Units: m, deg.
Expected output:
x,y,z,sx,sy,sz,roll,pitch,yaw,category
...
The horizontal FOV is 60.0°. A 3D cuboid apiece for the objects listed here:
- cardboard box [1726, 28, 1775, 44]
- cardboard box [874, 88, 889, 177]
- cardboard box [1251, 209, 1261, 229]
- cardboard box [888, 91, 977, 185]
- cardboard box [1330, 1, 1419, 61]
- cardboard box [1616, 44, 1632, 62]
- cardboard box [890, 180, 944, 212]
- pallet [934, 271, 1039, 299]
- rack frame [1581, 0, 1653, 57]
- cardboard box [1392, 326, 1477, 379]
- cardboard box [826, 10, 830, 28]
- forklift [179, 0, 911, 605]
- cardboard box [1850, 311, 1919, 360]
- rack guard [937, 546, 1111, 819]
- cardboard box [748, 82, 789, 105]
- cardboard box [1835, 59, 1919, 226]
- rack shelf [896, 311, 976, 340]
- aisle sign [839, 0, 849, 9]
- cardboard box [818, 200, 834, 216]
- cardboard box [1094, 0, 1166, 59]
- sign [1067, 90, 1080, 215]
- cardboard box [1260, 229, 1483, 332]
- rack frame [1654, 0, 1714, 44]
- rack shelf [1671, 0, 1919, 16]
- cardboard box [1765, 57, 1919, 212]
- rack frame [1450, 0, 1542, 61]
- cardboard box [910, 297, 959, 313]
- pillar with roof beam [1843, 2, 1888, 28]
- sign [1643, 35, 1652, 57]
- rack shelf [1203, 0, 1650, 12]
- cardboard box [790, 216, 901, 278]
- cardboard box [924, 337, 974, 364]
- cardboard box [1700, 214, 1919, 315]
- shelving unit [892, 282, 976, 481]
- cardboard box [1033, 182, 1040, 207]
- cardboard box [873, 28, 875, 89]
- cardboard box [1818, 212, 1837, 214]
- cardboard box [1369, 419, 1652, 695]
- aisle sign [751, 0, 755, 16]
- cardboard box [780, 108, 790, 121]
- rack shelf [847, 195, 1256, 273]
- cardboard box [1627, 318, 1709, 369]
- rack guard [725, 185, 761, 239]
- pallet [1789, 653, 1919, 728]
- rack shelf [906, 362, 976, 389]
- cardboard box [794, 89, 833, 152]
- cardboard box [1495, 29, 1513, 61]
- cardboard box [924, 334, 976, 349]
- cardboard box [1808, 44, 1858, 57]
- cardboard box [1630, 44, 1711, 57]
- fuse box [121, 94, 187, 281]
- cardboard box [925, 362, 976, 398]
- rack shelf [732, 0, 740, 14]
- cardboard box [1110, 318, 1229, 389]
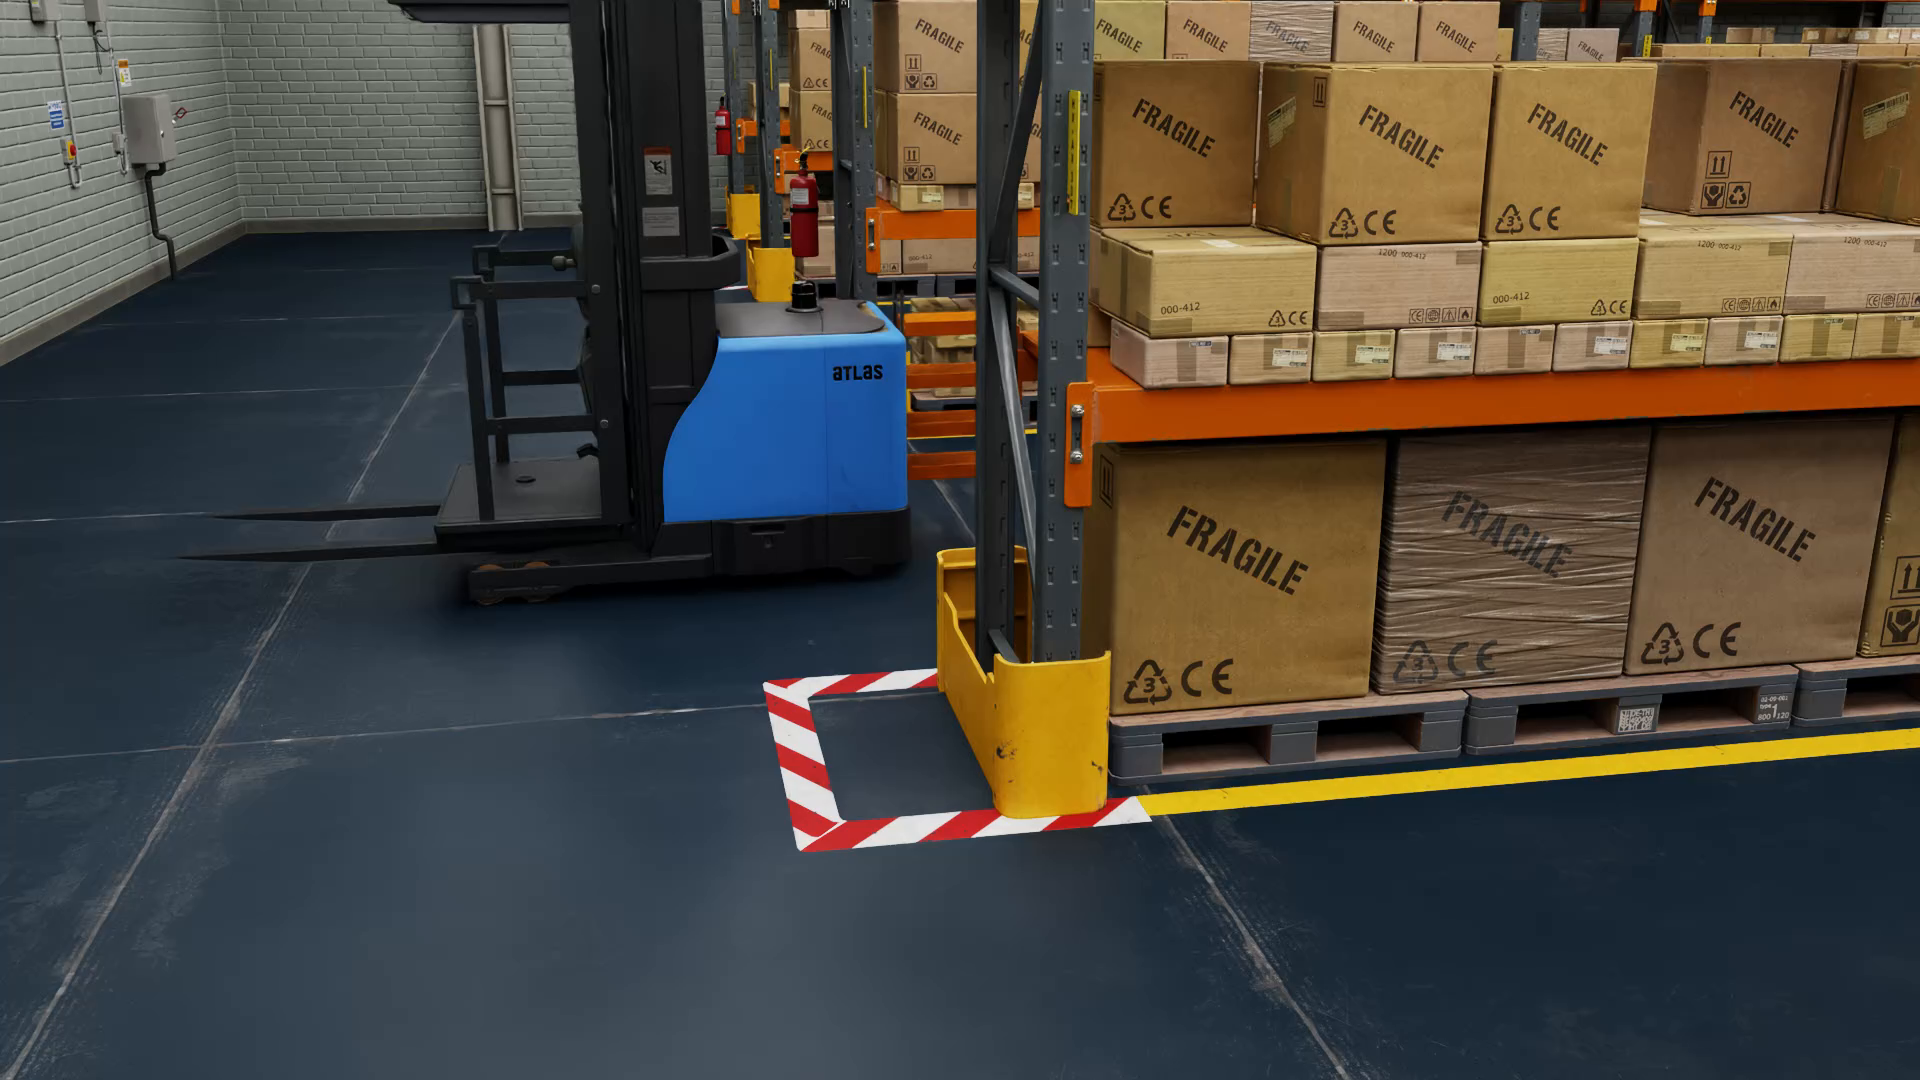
x,y,z,sx,sy,sz,roll,pitch,yaw,category
7.737,-4.938,16.282,0.250,0.149,0.380,-4,18,-13,cardboard box
-0.240,-2.487,10.122,0.500,0.500,0.500,-3,17,-9,cardboard box
1.133,-0.964,5.590,0.500,0.250,0.500,-4,17,-11,cardboard box
-0.139,-2.333,9.621,0.500,0.500,0.500,-2,17,-8,cardboard box
2.378,-2.954,9.939,0.500,0.500,0.500,-4,17,-12,cardboard box
6.577,-4.560,16.159,0.500,0.500,0.500,-4,17,-12,cardboard box
-0.252,-2.001,9.645,0.250,0.149,0.380,-3,17,-11,cardboard box
0.295,-2.420,15.330,1.213,0.211,1.003,-3,17,-10,pallet
6.184,-4.064,15.935,0.127,3.000,1.000,-3,17,-10,rack frame
1.379,-0.610,5.118,0.250,0.149,0.380,-4,17,-11,cardboard box
-1.026,-4.430,14.147,0.250,0.149,0.380,-3,17,-9,cardboard box
-1.784,-1.299,7.050,3.031,2.935,1.130,-3,17,-11,forklift
2.889,-0.696,5.396,0.250,0.149,0.380,-3,17,-9,cardboard box
0.186,0.434,5.546,0.348,0.500,1.175,-3,17,-10,rack guard
-2.215,-5.222,19.454,0.500,0.250,0.500,-3,17,-9,cardboard box
3.243,-1.284,5.356,0.500,0.500,0.500,-3,17,-10,cardboard box
-0.037,-0.947,7.514,0.480,0.148,0.258,-3,17,-11,rack shelf
-0.647,-3.349,9.181,0.004,0.787,0.394,-3,17,-10,aisle sign
-1.573,-3.907,19.562,0.250,0.149,0.380,-4,18,-13,cardboard box
0.868,-2.866,9.655,0.500,0.500,0.500,-4,17,-12,cardboard box
0.309,-1.053,4.523,0.005,0.325,0.100,-3,17,-10,sign
1.241,-0.812,5.096,0.500,0.250,0.500,-3,17,-11,cardboard box
9.166,-5.718,21.319,0.127,3.000,1.000,-3,17,-10,rack frame
11.130,-6.919,21.347,4.000,0.370,1.077,-3,17,-10,rack shelf
3.133,-1.435,5.848,0.500,0.500,0.500,-3,17,-10,cardboard box
3.295,-2.420,10.582,0.127,3.000,1.000,-3,17,-10,rack frame
-0.161,-1.422,10.460,0.250,0.149,0.380,-3,17,-10,cardboard box
13.055,-7.788,17.843,0.400,9.000,9.100,-3,17,-10,pillar with roof beam
6.292,-4.458,15.245,0.005,0.325,0.100,-3,17,-10,sign
4.220,-5.043,15.238,4.000,0.370,1.077,-3,17,-10,rack shelf
-1.042,-2.660,15.013,0.875,0.438,0.875,-4,17,-12,cardboard box
-0.069,-1.133,10.024,0.250,0.149,0.380,-3,17,-8,cardboard box
2.744,-0.897,5.372,0.500,0.250,0.500,-3,17,-9,cardboard box
-0.037,-0.572,7.629,0.503,1.200,0.258,-3,17,-11,shelving unit
0.493,-2.080,9.904,0.250,0.149,0.380,-2,17,-8,cardboard box
-0.640,-4.120,14.243,0.500,0.500,0.500,-4,17,-12,cardboard box
3.136,-1.078,5.962,0.500,0.250,0.500,-3,17,-11,cardboard box
1.716,-0.056,5.790,0.875,0.875,0.875,-3,17,-10,cardboard box
-1.800,-4.947,14.381,0.004,0.787,0.394,-3,17,-10,aisle sign
-2.000,-4.896,19.071,0.250,0.149,0.380,-3,17,-9,cardboard box
1.331,-1.965,10.325,4.000,0.370,1.077,-3,17,-10,rack shelf
2.130,-0.652,5.255,0.250,0.149,0.380,-4,17,-12,cardboard box
-2.541,-3.859,19.523,0.348,0.500,1.175,-3,17,-10,rack guard
3.375,0.368,6.254,1.213,0.211,1.003,-3,17,-10,pallet
-0.037,-0.721,7.583,0.480,0.148,0.258,-3,17,-11,rack shelf
-1.145,-3.610,14.288,0.500,0.500,0.500,-3,17,-11,cardboard box
4.735,-4.429,15.250,0.500,0.500,0.500,-3,17,-10,cardboard box
-0.054,-1.251,9.903,0.250,0.149,0.380,-4,18,-13,cardboard box
8.193,-4.502,15.967,0.500,0.500,0.500,-4,18,-13,cardboard box
6.670,-4.413,15.680,0.500,0.500,0.500,-4,17,-12,cardboard box
-7.458,-3.296,15.627,0.414,1.711,0.539,-3,17,-10,fuse box
-0.057,-0.972,10.008,0.250,0.149,0.380,-3,17,-9,cardboard box
-0.652,-6.251,19.171,4.000,0.370,1.077,-3,17,-10,rack shelf
0.620,-0.566,4.975,0.250,0.149,0.380,-3,17,-10,cardboard box
